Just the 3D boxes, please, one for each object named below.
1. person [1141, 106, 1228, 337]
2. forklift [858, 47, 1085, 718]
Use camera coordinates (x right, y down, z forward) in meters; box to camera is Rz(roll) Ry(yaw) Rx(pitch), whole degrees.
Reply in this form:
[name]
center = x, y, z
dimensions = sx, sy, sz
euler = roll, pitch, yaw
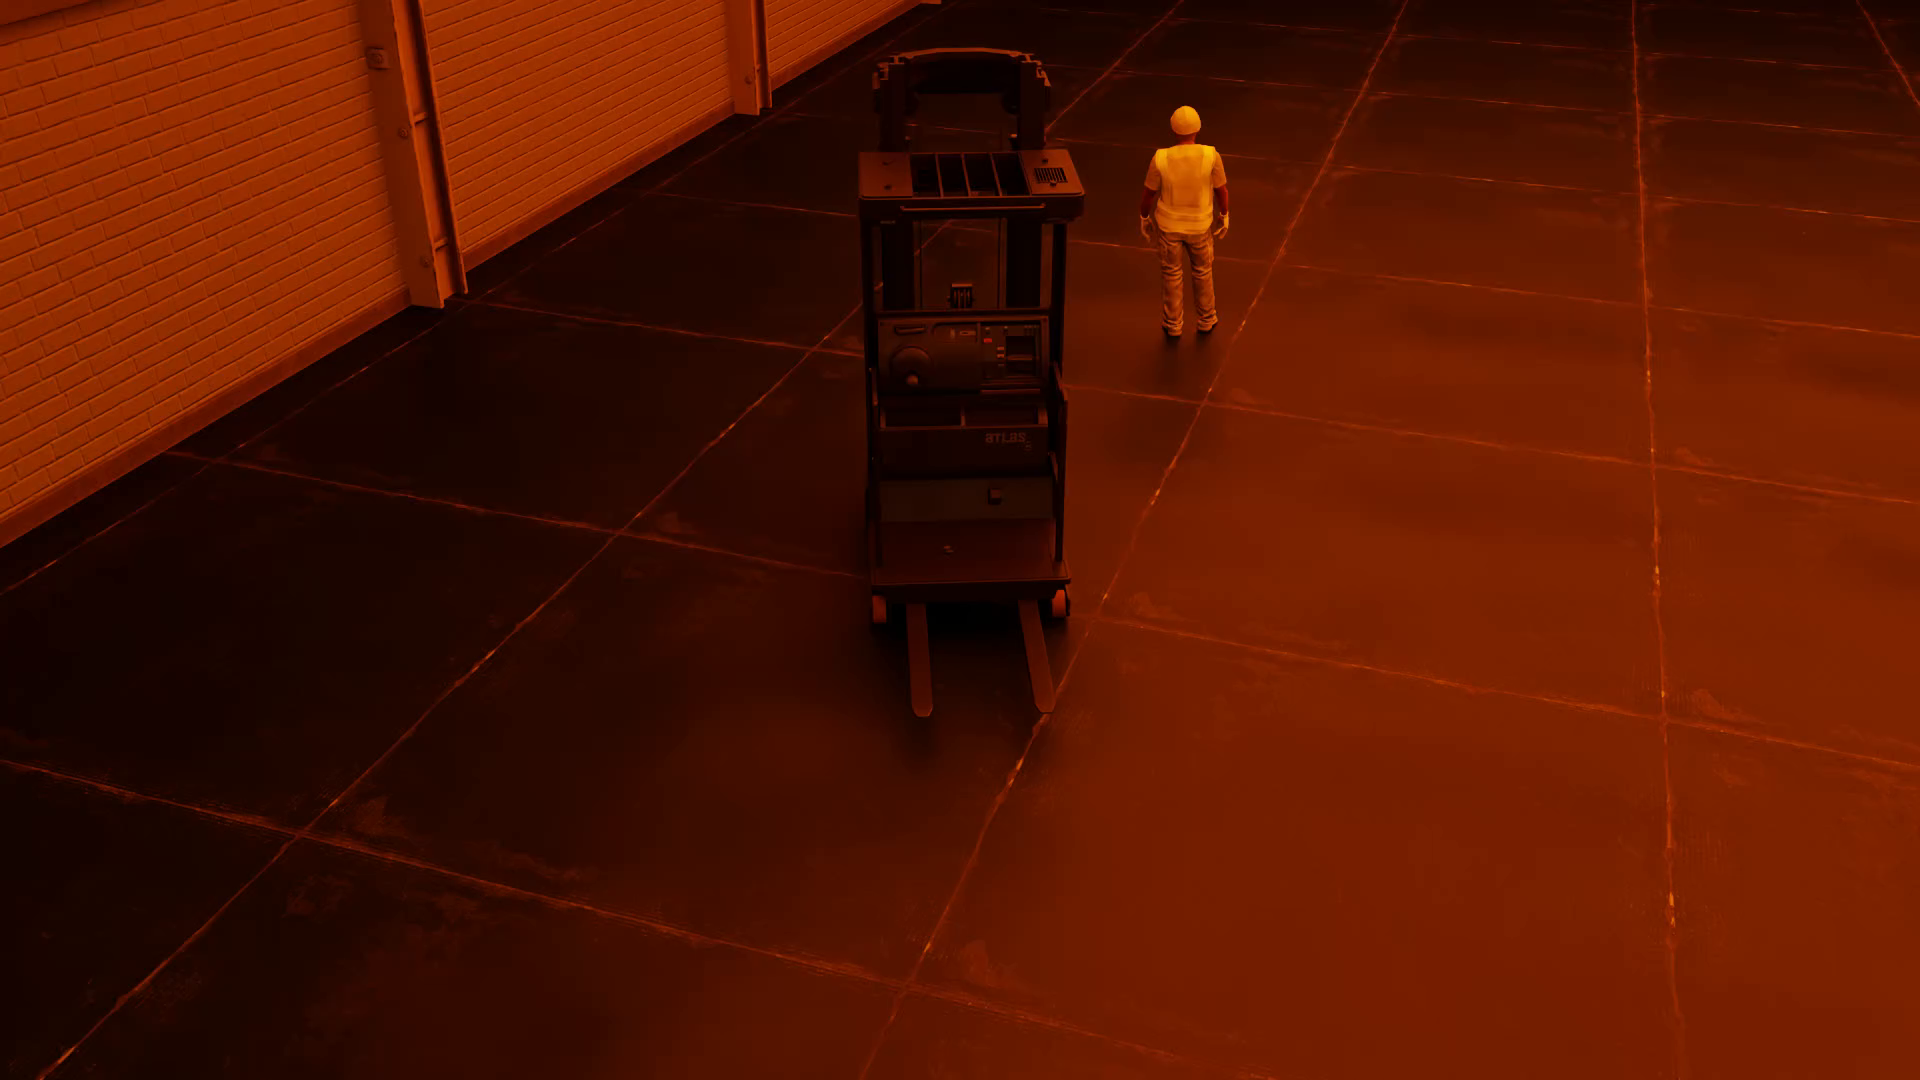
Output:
[person]
center = 1.686, -2.402, 12.501
dimensions = 0.656, 1.779, 0.576
euler = 3, 30, 5
[forklift]
center = 0.035, -0.972, 8.842
dimensions = 1.130, 2.935, 3.031
euler = -2, 30, -3
